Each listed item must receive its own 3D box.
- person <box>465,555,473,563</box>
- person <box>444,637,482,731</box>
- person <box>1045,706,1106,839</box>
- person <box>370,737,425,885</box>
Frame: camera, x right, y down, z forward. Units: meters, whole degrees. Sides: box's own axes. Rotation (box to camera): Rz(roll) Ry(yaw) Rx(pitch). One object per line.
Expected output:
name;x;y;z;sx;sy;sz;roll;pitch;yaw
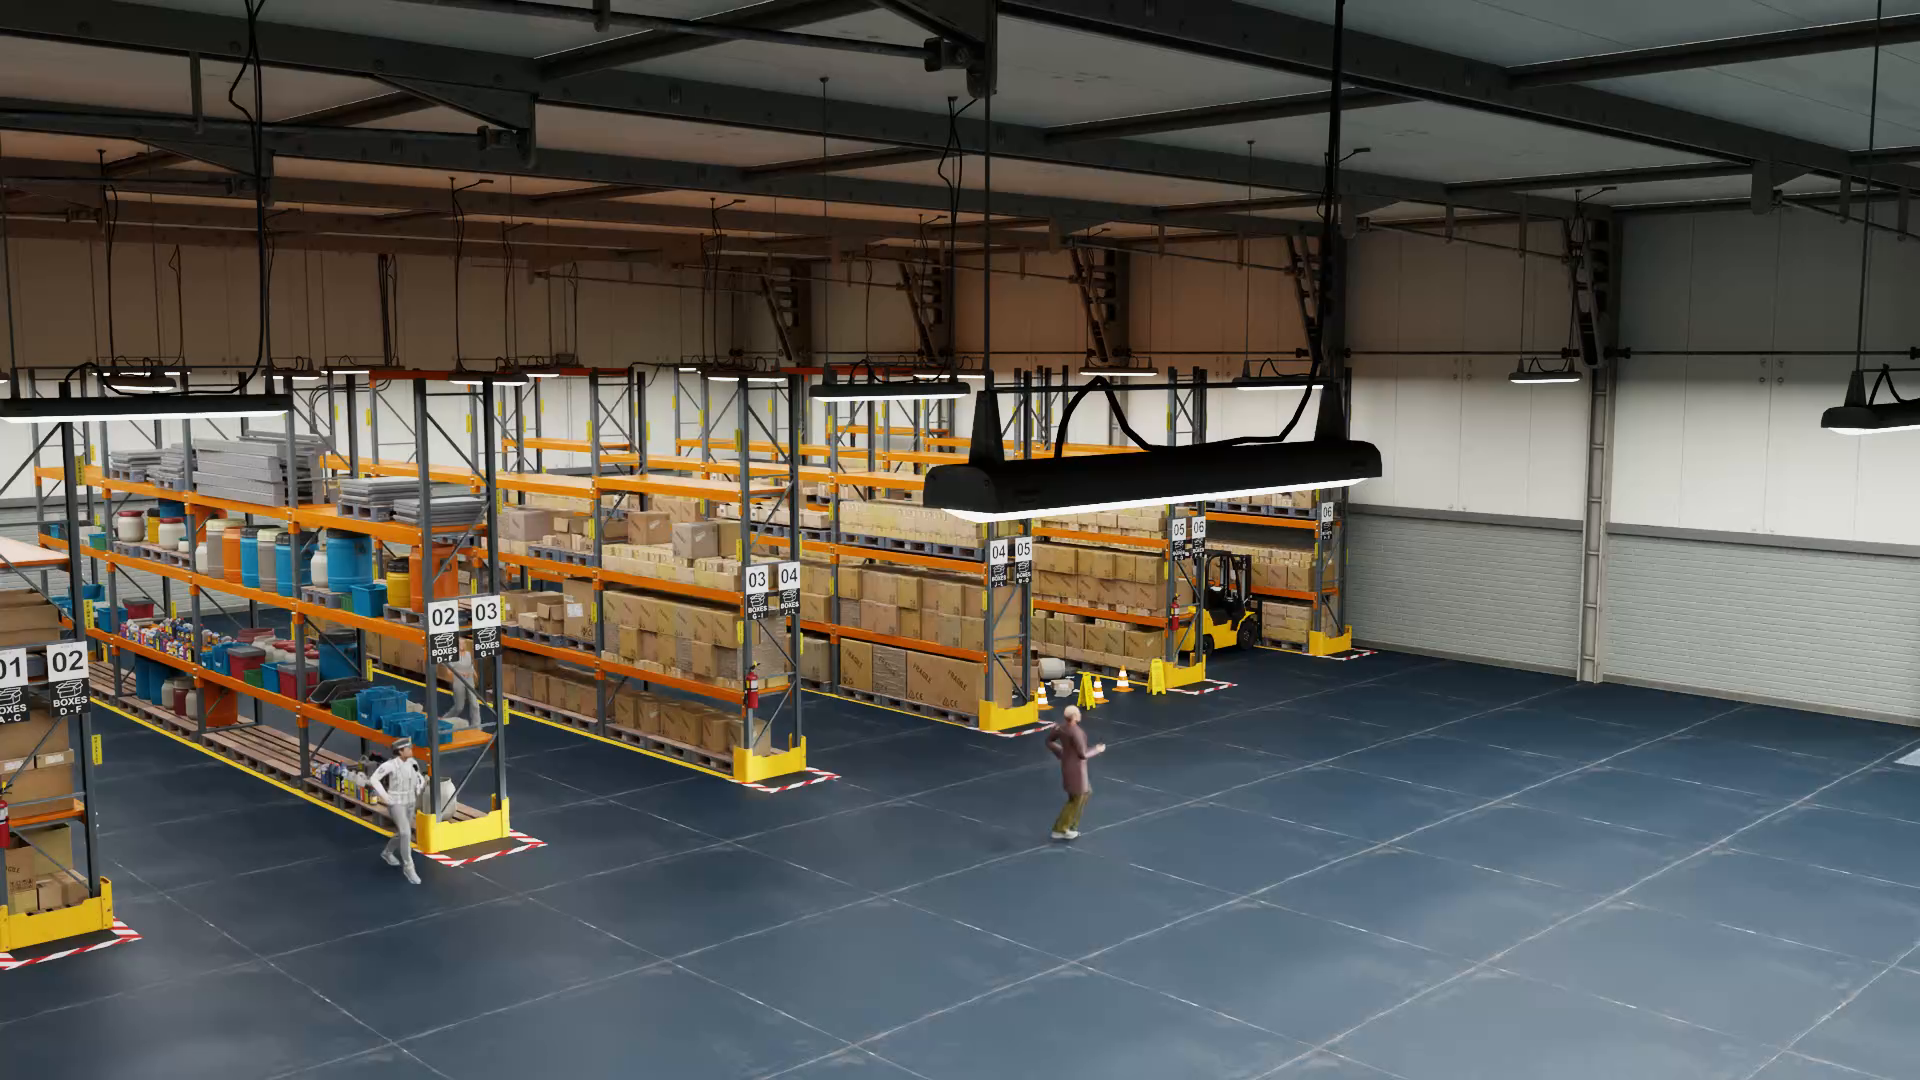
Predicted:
person;-11.275;1.164;38.143;0.668;1.776;0.652;-2;7;-17
person;-8.168;2.407;27.394;1.013;1.648;0.580;6;8;41
person;1.512;3.029;21.594;0.733;1.805;0.687;-2;7;-19
person;-6.736;3.226;20.168;0.891;1.703;0.617;4;7;28
